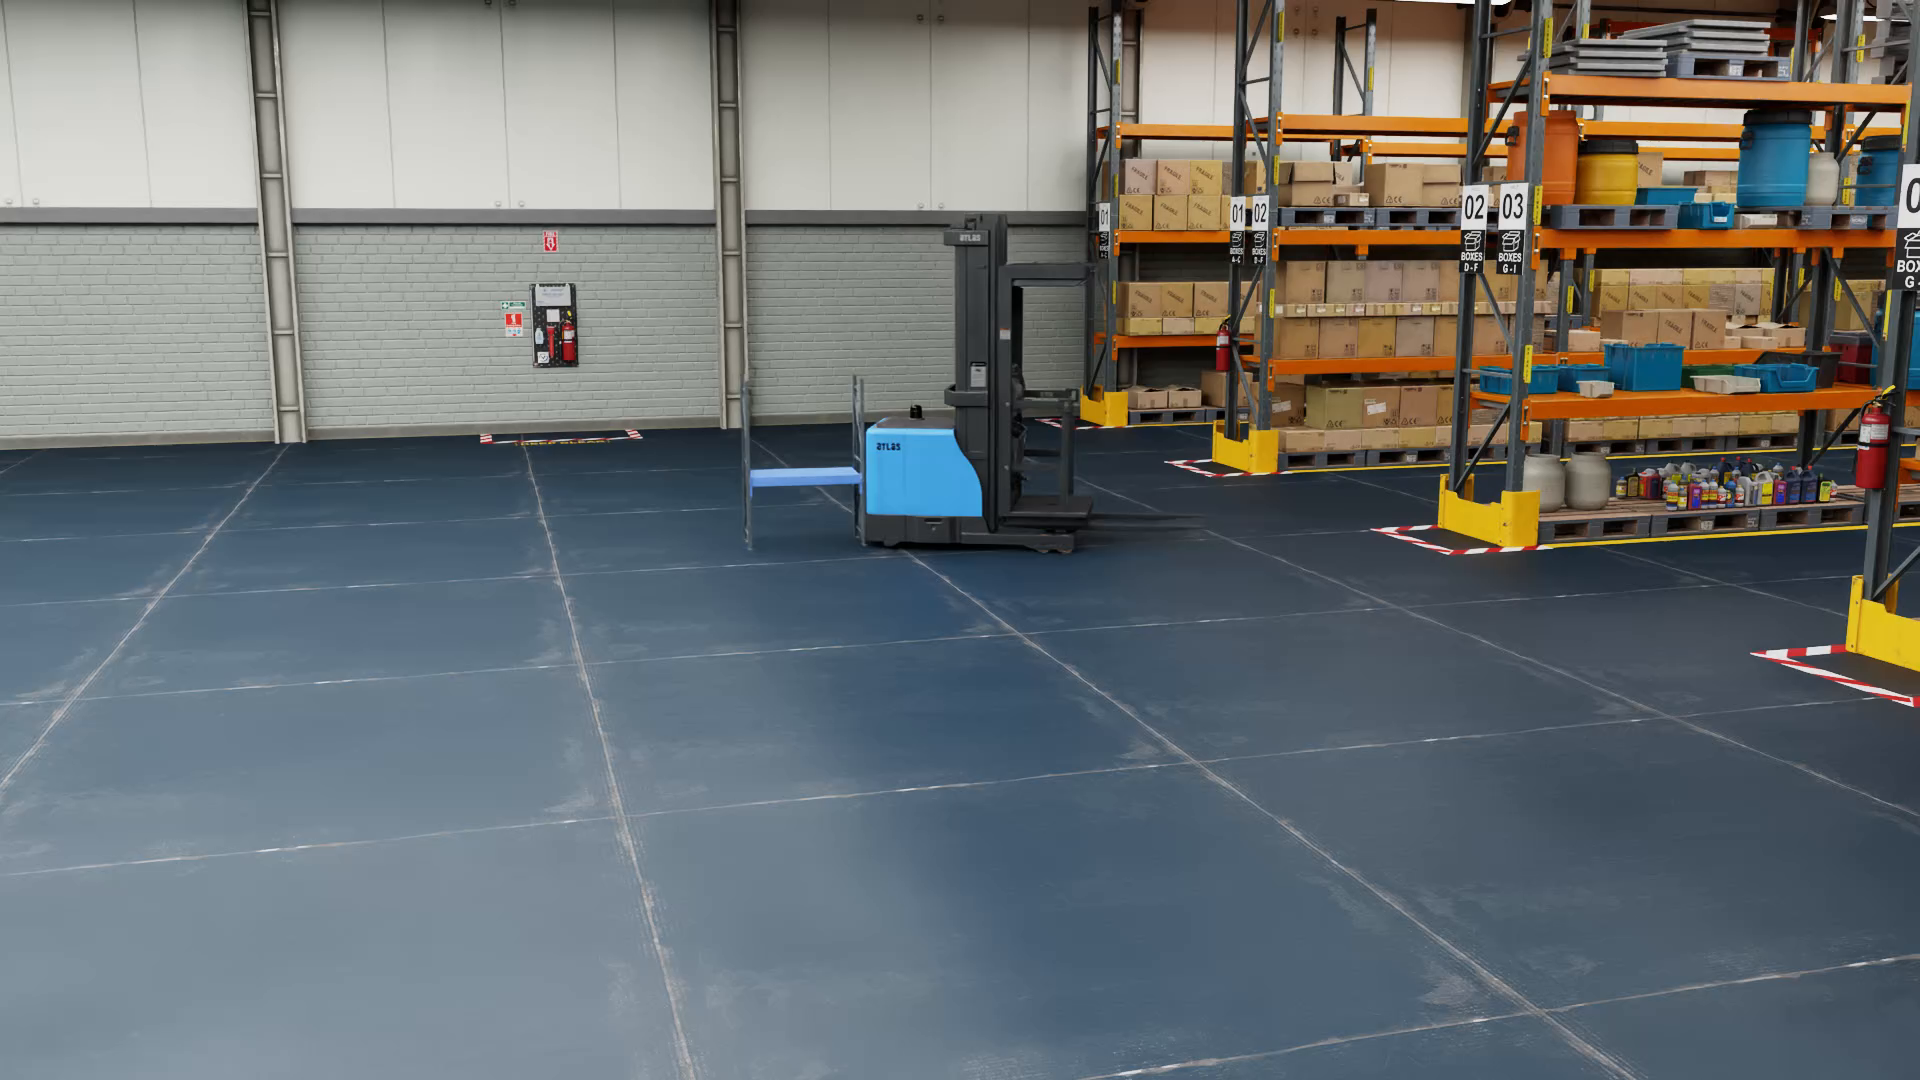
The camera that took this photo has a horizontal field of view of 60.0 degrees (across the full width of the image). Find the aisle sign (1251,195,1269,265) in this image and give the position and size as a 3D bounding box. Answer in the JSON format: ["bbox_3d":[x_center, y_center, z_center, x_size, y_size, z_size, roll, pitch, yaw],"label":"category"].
[{"bbox_3d":[3.475,-3.587,19.270,0.004,0.787,0.394,-3,11,-16],"label":"aisle sign"}]

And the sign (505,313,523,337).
[{"bbox_3d":[-6.210,-2.997,23.148,0.234,0.329,0.001,-3,11,-16],"label":"sign"}]

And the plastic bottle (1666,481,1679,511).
[{"bbox_3d":[6.661,-0.416,15.546,0.097,0.271,0.097,0,10,0],"label":"plastic bottle"}]

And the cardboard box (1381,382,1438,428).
[{"bbox_3d":[5.470,-1.652,20.303,0.500,0.500,0.500,-3,11,-16],"label":"cardboard box"}]

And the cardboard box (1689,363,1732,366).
[{"bbox_3d":[12.145,-2.882,27.396,0.750,0.750,0.750,-3,11,-14],"label":"cardboard box"}]

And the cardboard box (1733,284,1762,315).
[{"bbox_3d":[12.726,-3.944,27.236,0.500,0.500,0.500,-3,11,-15],"label":"cardboard box"}]

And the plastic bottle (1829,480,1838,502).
[{"bbox_3d":[8.412,-0.474,16.054,0.097,0.201,0.097,0,10,0],"label":"plastic bottle"}]

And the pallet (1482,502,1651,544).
[{"bbox_3d":[5.674,-0.185,15.671,1.213,0.211,1.003,-3,11,-16],"label":"pallet"}]

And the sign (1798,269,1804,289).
[{"bbox_3d":[13.747,-4.270,27.181,0.005,0.325,0.100,-3,11,-16],"label":"sign"}]

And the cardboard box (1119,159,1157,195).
[{"bbox_3d":[2.502,-5.229,23.993,0.500,0.500,0.500,-4,11,-20],"label":"cardboard box"}]

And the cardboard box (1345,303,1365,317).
[{"bbox_3d":[4.624,-2.754,19.859,0.250,0.149,0.380,-3,11,-17],"label":"cardboard box"}]

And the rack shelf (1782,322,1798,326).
[{"bbox_3d":[15.506,-3.581,28.403,4.000,0.370,1.077,-3,11,-16],"label":"rack shelf"}]

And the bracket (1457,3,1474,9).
[{"bbox_3d":[7.956,-8.354,25.830,0.430,0.232,0.235,-3,11,-16],"label":"bracket"}]

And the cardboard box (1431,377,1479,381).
[{"bbox_3d":[6.282,-1.795,21.079,0.500,0.500,0.500,-3,11,-16],"label":"cardboard box"}]

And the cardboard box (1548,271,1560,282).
[{"bbox_3d":[9.422,-4.193,26.458,0.250,0.149,0.380,-5,11,-23],"label":"cardboard box"}]

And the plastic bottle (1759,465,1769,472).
[{"bbox_3d":[7.973,-0.607,16.551,0.133,0.283,0.061,-3,11,-16],"label":"plastic bottle"}]

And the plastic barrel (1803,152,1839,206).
[{"bbox_3d":[8.205,-3.455,15.981,0.421,0.512,0.421,0,10,0],"label":"plastic barrel"}]

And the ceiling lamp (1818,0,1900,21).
[{"bbox_3d":[13.569,-9.125,23.838,2.000,3.185,0.800,-3,11,-16],"label":"ceiling lamp"}]

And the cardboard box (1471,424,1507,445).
[{"bbox_3d":[6.426,-1.337,20.661,0.500,0.250,0.500,-3,11,-16],"label":"cardboard box"}]

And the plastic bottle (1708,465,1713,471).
[{"bbox_3d":[7.431,-0.607,16.552,0.133,0.283,0.061,-3,11,-13],"label":"plastic bottle"}]

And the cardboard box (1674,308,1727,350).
[{"bbox_3d":[9.527,-2.731,21.526,0.500,0.500,0.500,-4,11,-19],"label":"cardboard box"}]

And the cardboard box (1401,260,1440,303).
[{"bbox_3d":[5.423,-3.155,20.244,0.500,0.500,0.700,-3,11,-16],"label":"cardboard box"}]

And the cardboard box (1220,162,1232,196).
[{"bbox_3d":[3.890,-5.394,24.888,0.500,0.500,0.500,-3,11,-16],"label":"cardboard box"}]

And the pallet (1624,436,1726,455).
[{"bbox_3d":[9.163,-1.303,21.743,1.213,0.211,1.003,-3,11,-16],"label":"pallet"}]

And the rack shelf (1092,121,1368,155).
[{"bbox_3d":[3.984,-5.922,24.562,4.000,0.370,1.077,-3,11,-16],"label":"rack shelf"}]

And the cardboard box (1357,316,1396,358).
[{"bbox_3d":[4.885,-2.487,20.200,0.500,0.500,0.700,-3,11,-16],"label":"cardboard box"}]

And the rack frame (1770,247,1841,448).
[{"bbox_3d":[11.133,-2.770,22.012,0.127,3.000,1.000,-3,11,-16],"label":"rack frame"}]

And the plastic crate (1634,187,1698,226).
[{"bbox_3d":[6.580,-3.120,15.673,0.575,0.384,0.392,-3,11,-16],"label":"plastic crate"}]

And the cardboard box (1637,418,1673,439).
[{"bbox_3d":[8.737,-1.452,21.285,0.500,0.250,0.500,-3,11,-18],"label":"cardboard box"}]

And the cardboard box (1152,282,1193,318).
[{"bbox_3d":[3.084,-3.526,24.407,0.500,0.500,0.500,-3,11,-16],"label":"cardboard box"}]

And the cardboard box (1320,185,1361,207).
[{"bbox_3d":[4.484,-4.146,20.070,0.500,0.250,0.500,-3,11,-16],"label":"cardboard box"}]

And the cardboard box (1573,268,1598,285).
[{"bbox_3d":[10.108,-4.273,26.952,0.500,0.250,0.500,-3,11,-14],"label":"cardboard box"}]

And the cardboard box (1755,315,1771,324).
[{"bbox_3d":[13.104,-3.637,27.357,0.250,0.149,0.380,-3,11,-15],"label":"cardboard box"}]

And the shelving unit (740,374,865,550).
[{"bbox_3d":[-1.414,-0.709,14.957,1.048,1.500,0.538,-2,11,-11],"label":"shelving unit"}]

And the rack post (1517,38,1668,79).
[{"bbox_3d":[5.594,-4.225,14.724,0.954,0.300,0.937,-2,11,-10],"label":"rack post"}]

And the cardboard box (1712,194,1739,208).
[{"bbox_3d":[9.663,-4.289,21.230,0.500,0.250,0.500,-3,11,-17],"label":"cardboard box"}]

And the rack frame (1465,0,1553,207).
[{"bbox_3d":[4.833,-4.454,14.591,0.127,3.000,1.000,-3,11,-16],"label":"rack frame"}]

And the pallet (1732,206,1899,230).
[{"bbox_3d":[8.008,-3.035,15.689,1.003,0.211,1.213,-3,11,-16],"label":"pallet"}]

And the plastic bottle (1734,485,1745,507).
[{"bbox_3d":[7.378,-0.419,15.758,0.097,0.201,0.097,0,10,0],"label":"plastic bottle"}]

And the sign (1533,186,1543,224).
[{"bbox_3d":[4.982,-2.888,14.341,0.005,0.325,0.100,-3,11,-16],"label":"sign"}]

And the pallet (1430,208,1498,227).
[{"bbox_3d":[6.481,-3.952,20.390,1.213,0.211,1.003,-3,11,-16],"label":"pallet"}]

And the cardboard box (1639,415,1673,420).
[{"bbox_3d":[8.738,-1.726,21.227,0.500,0.311,0.500,-3,11,-18],"label":"cardboard box"}]

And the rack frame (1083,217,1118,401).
[{"bbox_3d":[2.064,-3.226,24.490,0.127,3.000,1.000,-3,11,-16],"label":"rack frame"}]

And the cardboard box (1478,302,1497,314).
[{"bbox_3d":[6.351,-2.845,20.354,0.250,0.149,0.380,-3,11,-16],"label":"cardboard box"}]

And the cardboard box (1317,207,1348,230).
[{"bbox_3d":[5.486,-4.894,24.934,0.500,0.500,0.500,-3,11,-14],"label":"cardboard box"}]

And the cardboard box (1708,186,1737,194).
[{"bbox_3d":[12.194,-5.509,27.115,0.500,0.500,0.700,-3,11,-17],"label":"cardboard box"}]

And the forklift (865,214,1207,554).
[{"bbox_3d":[0.710,-1.424,14.888,3.031,2.935,1.130,1,11,7],"label":"forklift"}]

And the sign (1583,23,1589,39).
[{"bbox_3d":[7.424,-5.958,19.740,0.005,0.325,0.100,-3,11,-16],"label":"sign"}]

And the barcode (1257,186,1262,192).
[{"bbox_3d":[3.607,-4.225,20.027,0.075,0.075,0.001,-3,11,-16],"label":"barcode"}]

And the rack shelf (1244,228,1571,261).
[{"bbox_3d":[5.372,-3.588,20.156,4.000,0.370,1.077,-3,11,-16],"label":"rack shelf"}]

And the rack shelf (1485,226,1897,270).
[{"bbox_3d":[6.753,-2.727,15.478,4.000,0.370,1.077,-3,11,-16],"label":"rack shelf"}]

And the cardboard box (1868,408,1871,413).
[{"bbox_3d":[12.151,-1.758,22.203,0.500,0.500,0.500,-3,11,-18],"label":"cardboard box"}]

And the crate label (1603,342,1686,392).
[{"bbox_3d":[6.524,-1.662,15.893,0.616,0.435,0.502,-3,11,-16],"label":"crate label"}]
